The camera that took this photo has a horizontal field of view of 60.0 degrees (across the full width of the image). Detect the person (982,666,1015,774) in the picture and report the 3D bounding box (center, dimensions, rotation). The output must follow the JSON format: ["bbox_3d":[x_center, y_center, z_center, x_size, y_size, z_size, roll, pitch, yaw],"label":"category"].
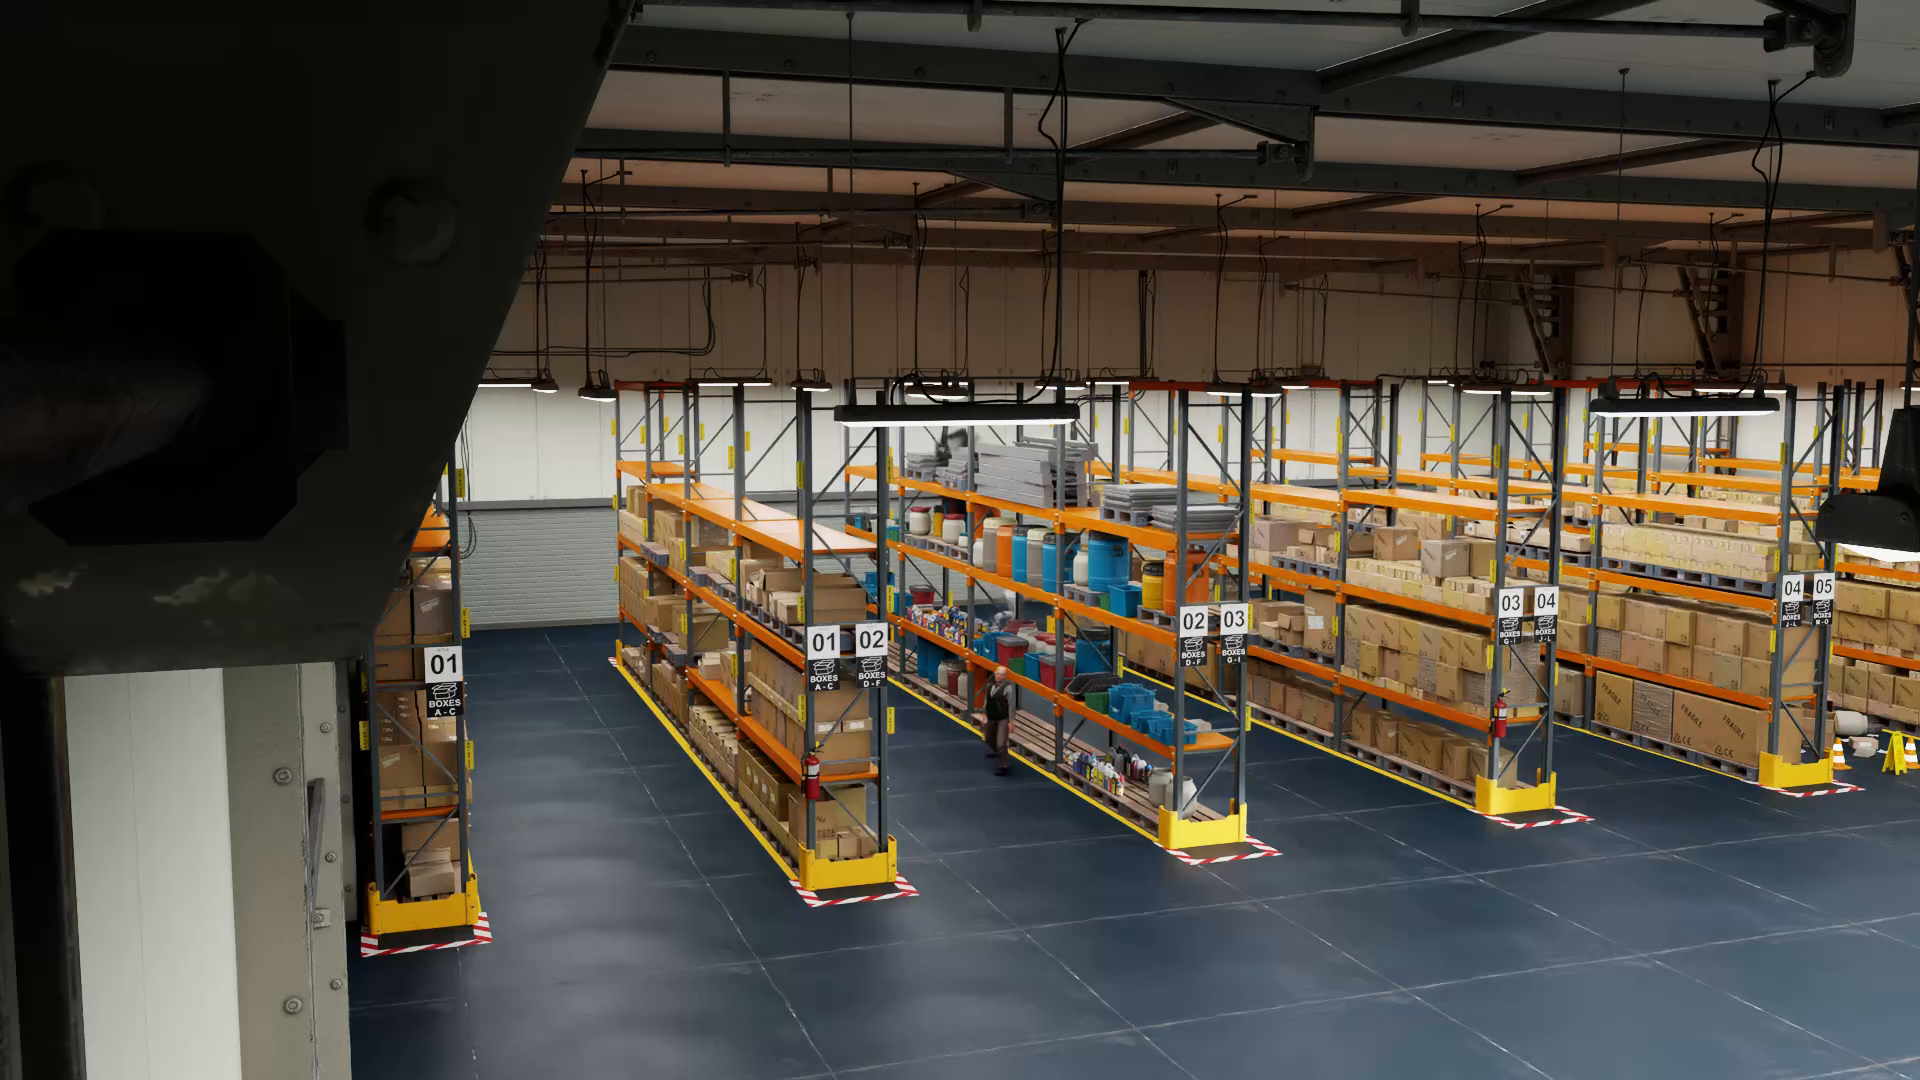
[{"bbox_3d":[0.594,2.752,25.971,0.825,1.656,0.708,5,8,41],"label":"person"}]

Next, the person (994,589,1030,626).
[{"bbox_3d":[1.266,1.383,39.490,0.939,1.574,0.676,0,6,1],"label":"person"}]
